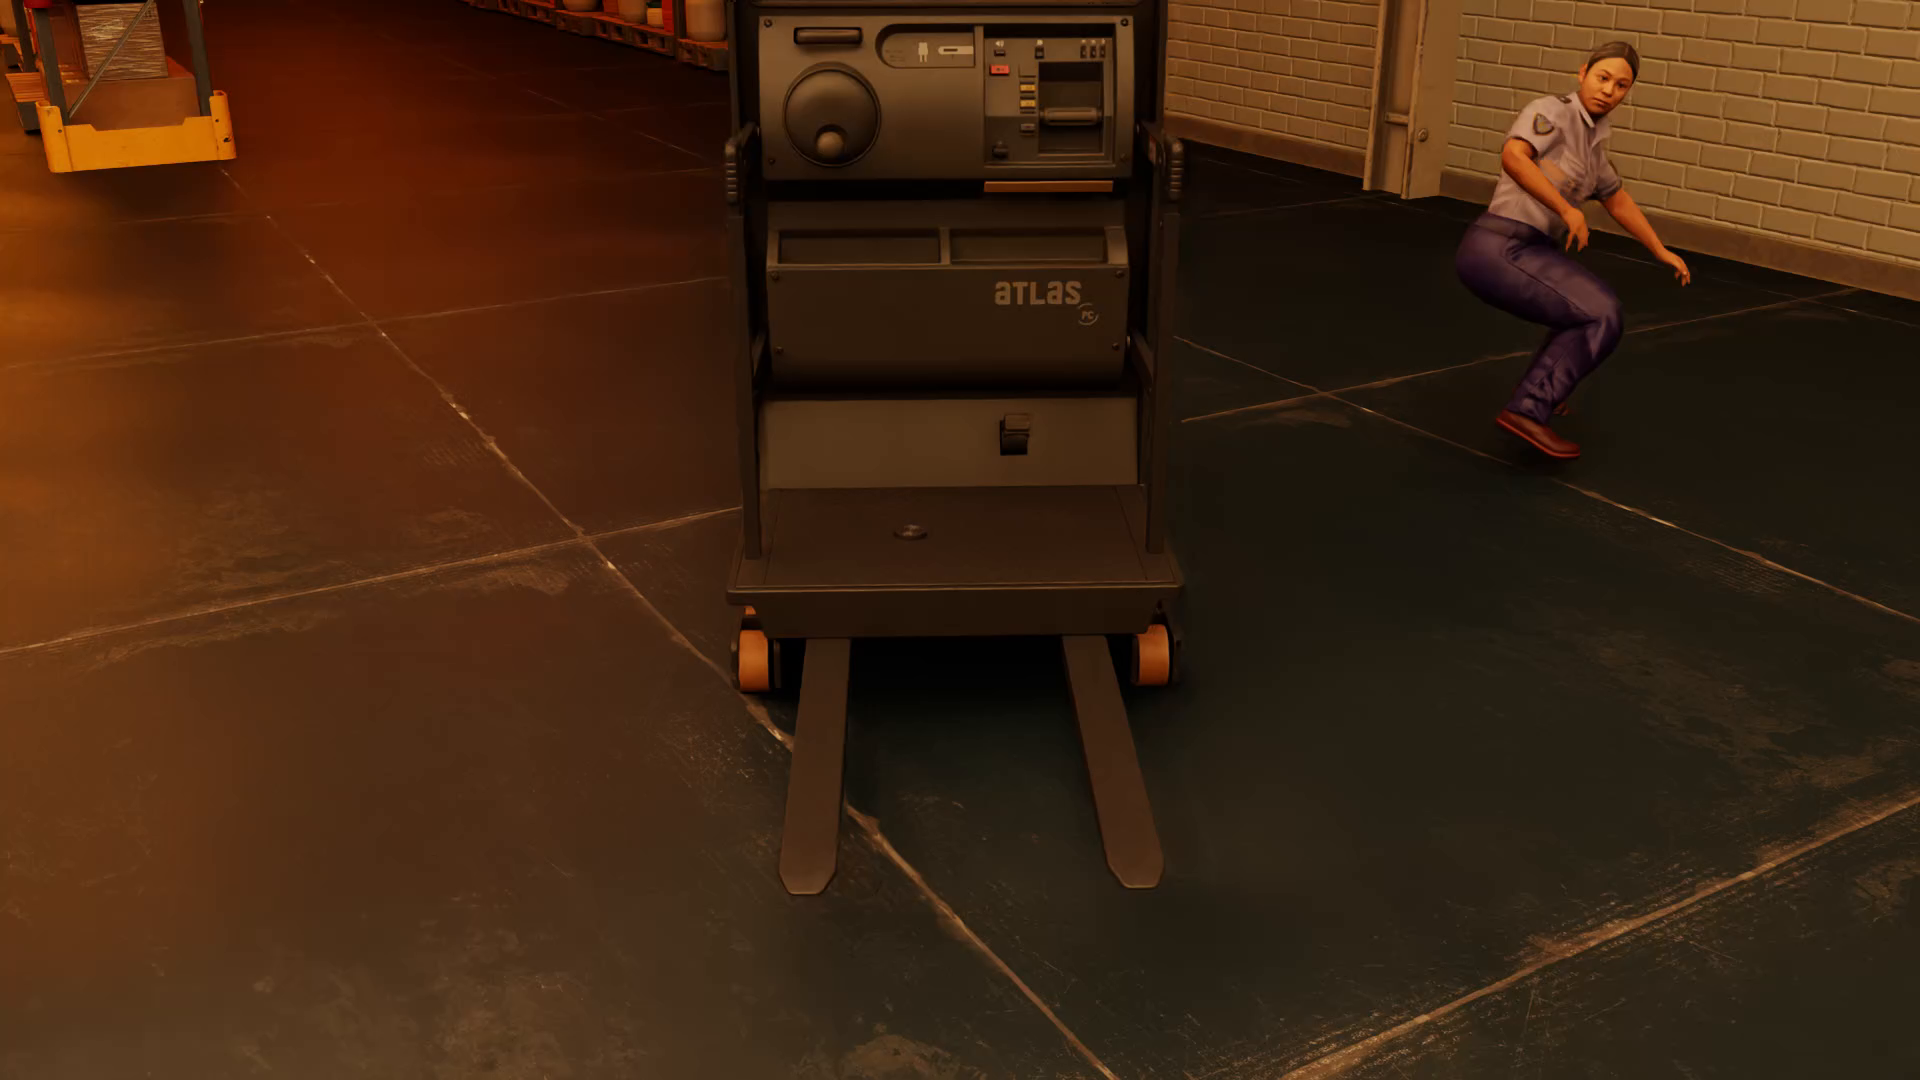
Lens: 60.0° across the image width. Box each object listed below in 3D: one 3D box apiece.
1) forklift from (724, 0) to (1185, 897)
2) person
[{"bbox_3d":[-0.022,-1.091,3.932,1.130,2.935,3.031,-1,22,-2],"label":"forklift"},{"bbox_3d":[2.124,-0.978,5.768,0.731,1.443,0.887,12,25,26],"label":"person"}]
